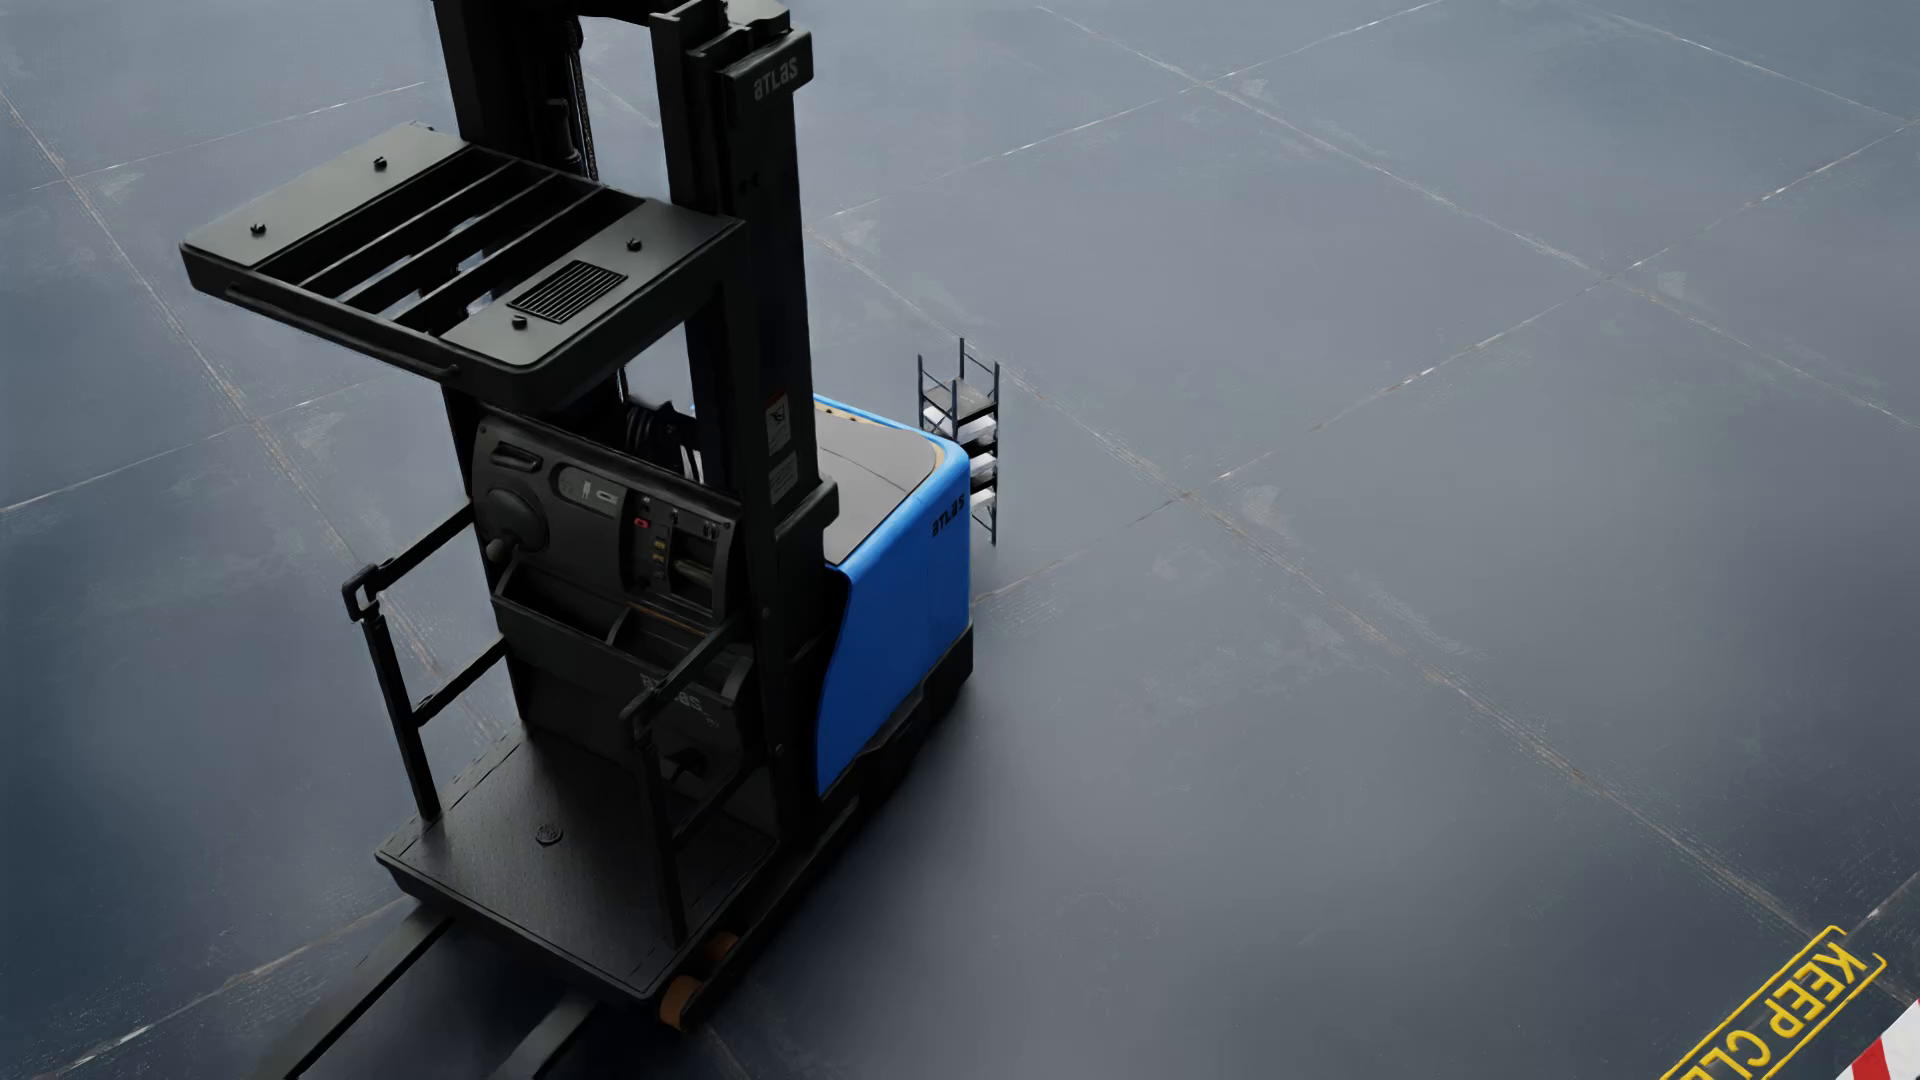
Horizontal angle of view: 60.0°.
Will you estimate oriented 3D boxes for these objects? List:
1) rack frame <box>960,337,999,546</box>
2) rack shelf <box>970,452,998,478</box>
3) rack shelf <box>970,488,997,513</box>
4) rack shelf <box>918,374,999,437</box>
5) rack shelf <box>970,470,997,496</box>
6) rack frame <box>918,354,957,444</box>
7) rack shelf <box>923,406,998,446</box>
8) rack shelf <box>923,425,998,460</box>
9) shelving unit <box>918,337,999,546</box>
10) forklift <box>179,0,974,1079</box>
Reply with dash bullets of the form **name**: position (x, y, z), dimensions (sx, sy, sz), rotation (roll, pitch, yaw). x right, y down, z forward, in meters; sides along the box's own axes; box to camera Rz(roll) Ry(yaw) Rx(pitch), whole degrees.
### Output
- **rack frame**: position (0.074, -0.384, 6.699), dimensions (0.006, 0.900, 0.240), rotation (-26, 46, -28)
- **rack shelf**: position (-0.006, -0.319, 6.672), dimensions (0.200, 0.077, 0.258), rotation (-26, 46, -28)
- **rack shelf**: position (-0.006, -0.180, 6.786), dimensions (0.200, 0.077, 0.258), rotation (-26, 46, -28)
- **rack shelf**: position (-0.006, -0.528, 6.501), dimensions (0.200, 0.077, 0.258), rotation (-26, 46, -28)
- **rack shelf**: position (-0.006, -0.249, 6.729), dimensions (0.200, 0.077, 0.258), rotation (-26, 46, -28)
- **rack frame**: position (-0.087, -0.305, 6.603), dimensions (0.006, 0.900, 0.240), rotation (-26, 46, -28)
- **rack shelf**: position (-0.006, -0.458, 6.558), dimensions (0.200, 0.077, 0.258), rotation (-26, 46, -28)
- **rack shelf**: position (-0.006, -0.389, 6.615), dimensions (0.200, 0.077, 0.258), rotation (-26, 46, -28)
- **shelving unit**: position (-0.006, -0.345, 6.651), dimensions (0.210, 0.900, 0.258), rotation (-26, 46, -28)
- **forklift**: position (-1.129, 0.032, 4.590), dimensions (1.130, 2.935, 3.031), rotation (20, 44, 23)
